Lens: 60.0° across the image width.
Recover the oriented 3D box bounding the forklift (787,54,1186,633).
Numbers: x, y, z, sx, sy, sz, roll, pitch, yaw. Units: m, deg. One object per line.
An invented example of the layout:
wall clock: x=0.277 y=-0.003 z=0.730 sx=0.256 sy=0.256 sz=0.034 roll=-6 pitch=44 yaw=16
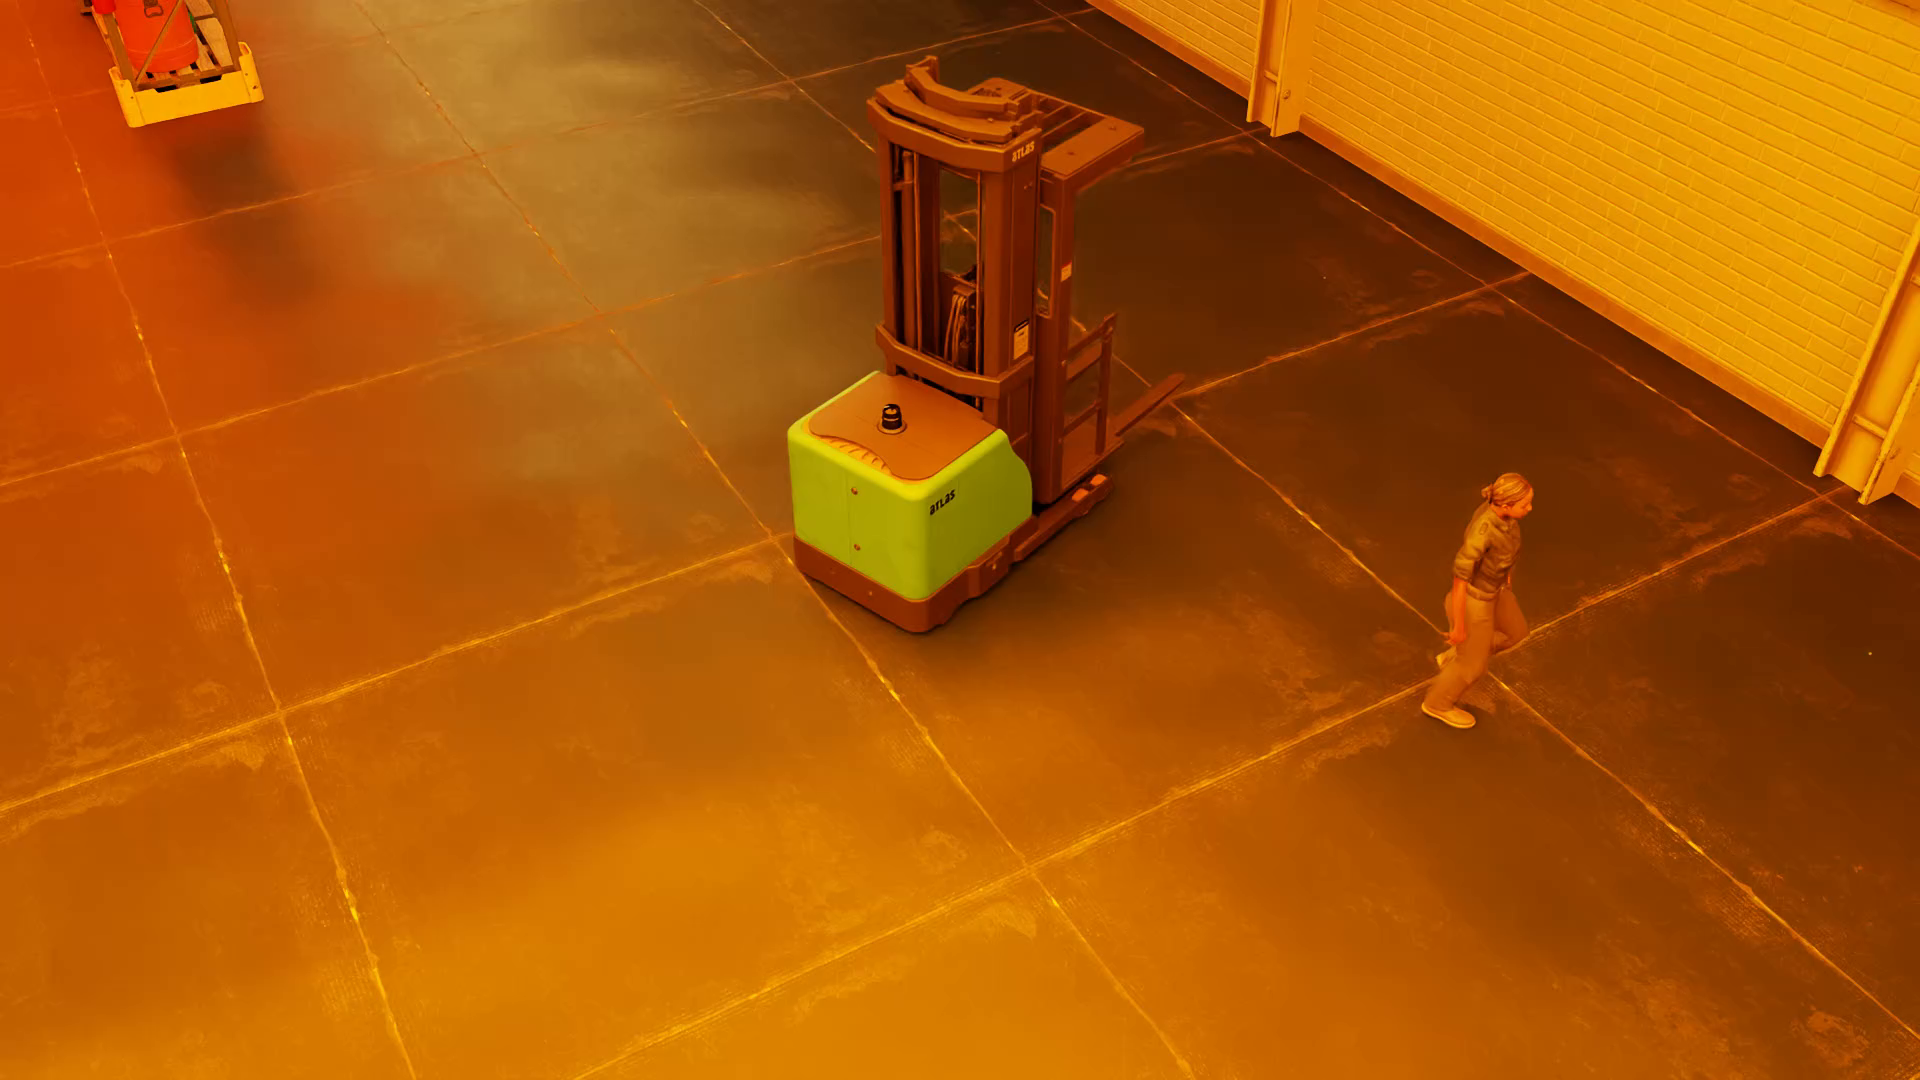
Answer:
forklift: x=0.326 y=-1.469 z=9.808 sx=1.130 sy=2.935 sz=3.031 roll=28 pitch=47 yaw=29

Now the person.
person: x=2.768 y=0.320 z=8.666 sx=0.430 sy=1.639 sz=0.595 roll=18 pitch=43 yaw=21
